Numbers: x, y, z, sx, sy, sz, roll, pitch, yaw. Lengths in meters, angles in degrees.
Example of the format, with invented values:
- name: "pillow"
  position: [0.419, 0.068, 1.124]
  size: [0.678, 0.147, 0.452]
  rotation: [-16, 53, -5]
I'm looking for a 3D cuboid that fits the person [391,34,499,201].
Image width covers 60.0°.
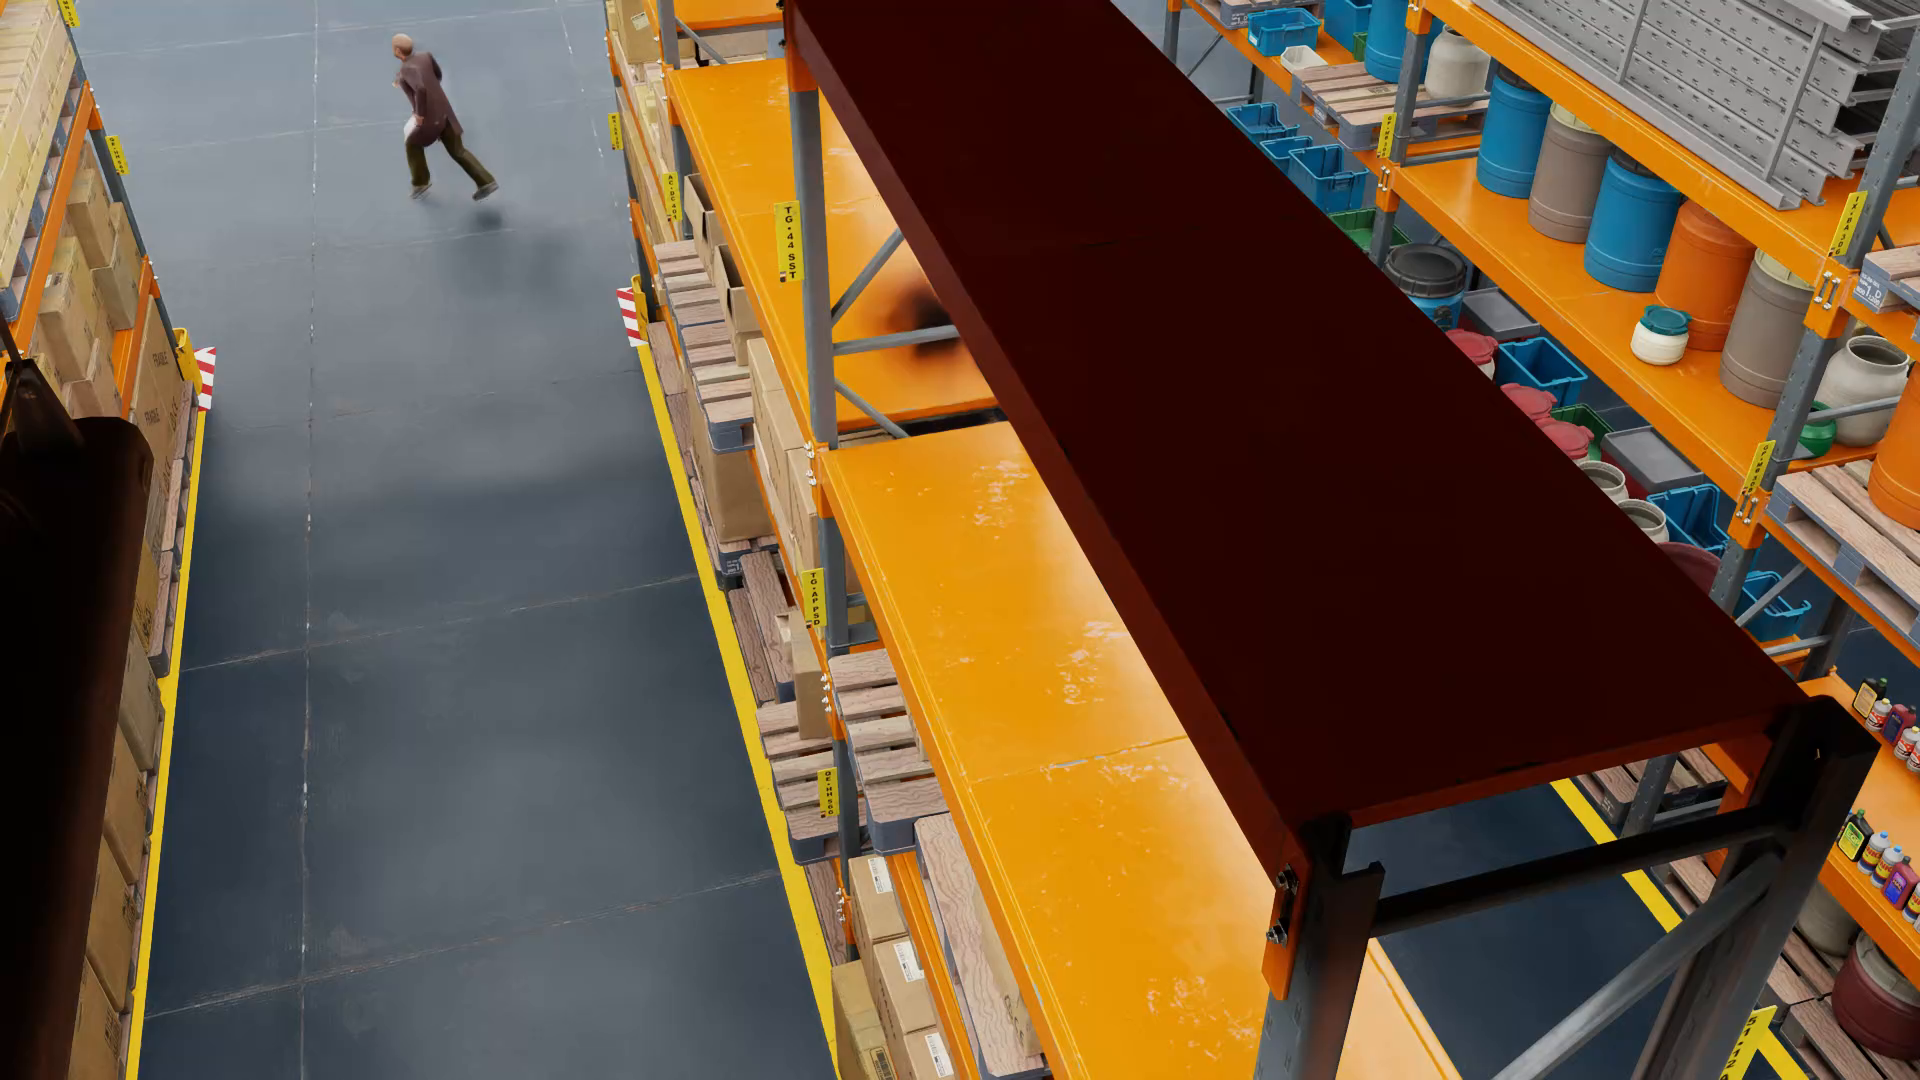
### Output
- name: "person"
  position: [-5.228, -4.181, 16.703]
  size: [1.120, 1.796, 0.705]
  rotation: [15, 41, 18]
